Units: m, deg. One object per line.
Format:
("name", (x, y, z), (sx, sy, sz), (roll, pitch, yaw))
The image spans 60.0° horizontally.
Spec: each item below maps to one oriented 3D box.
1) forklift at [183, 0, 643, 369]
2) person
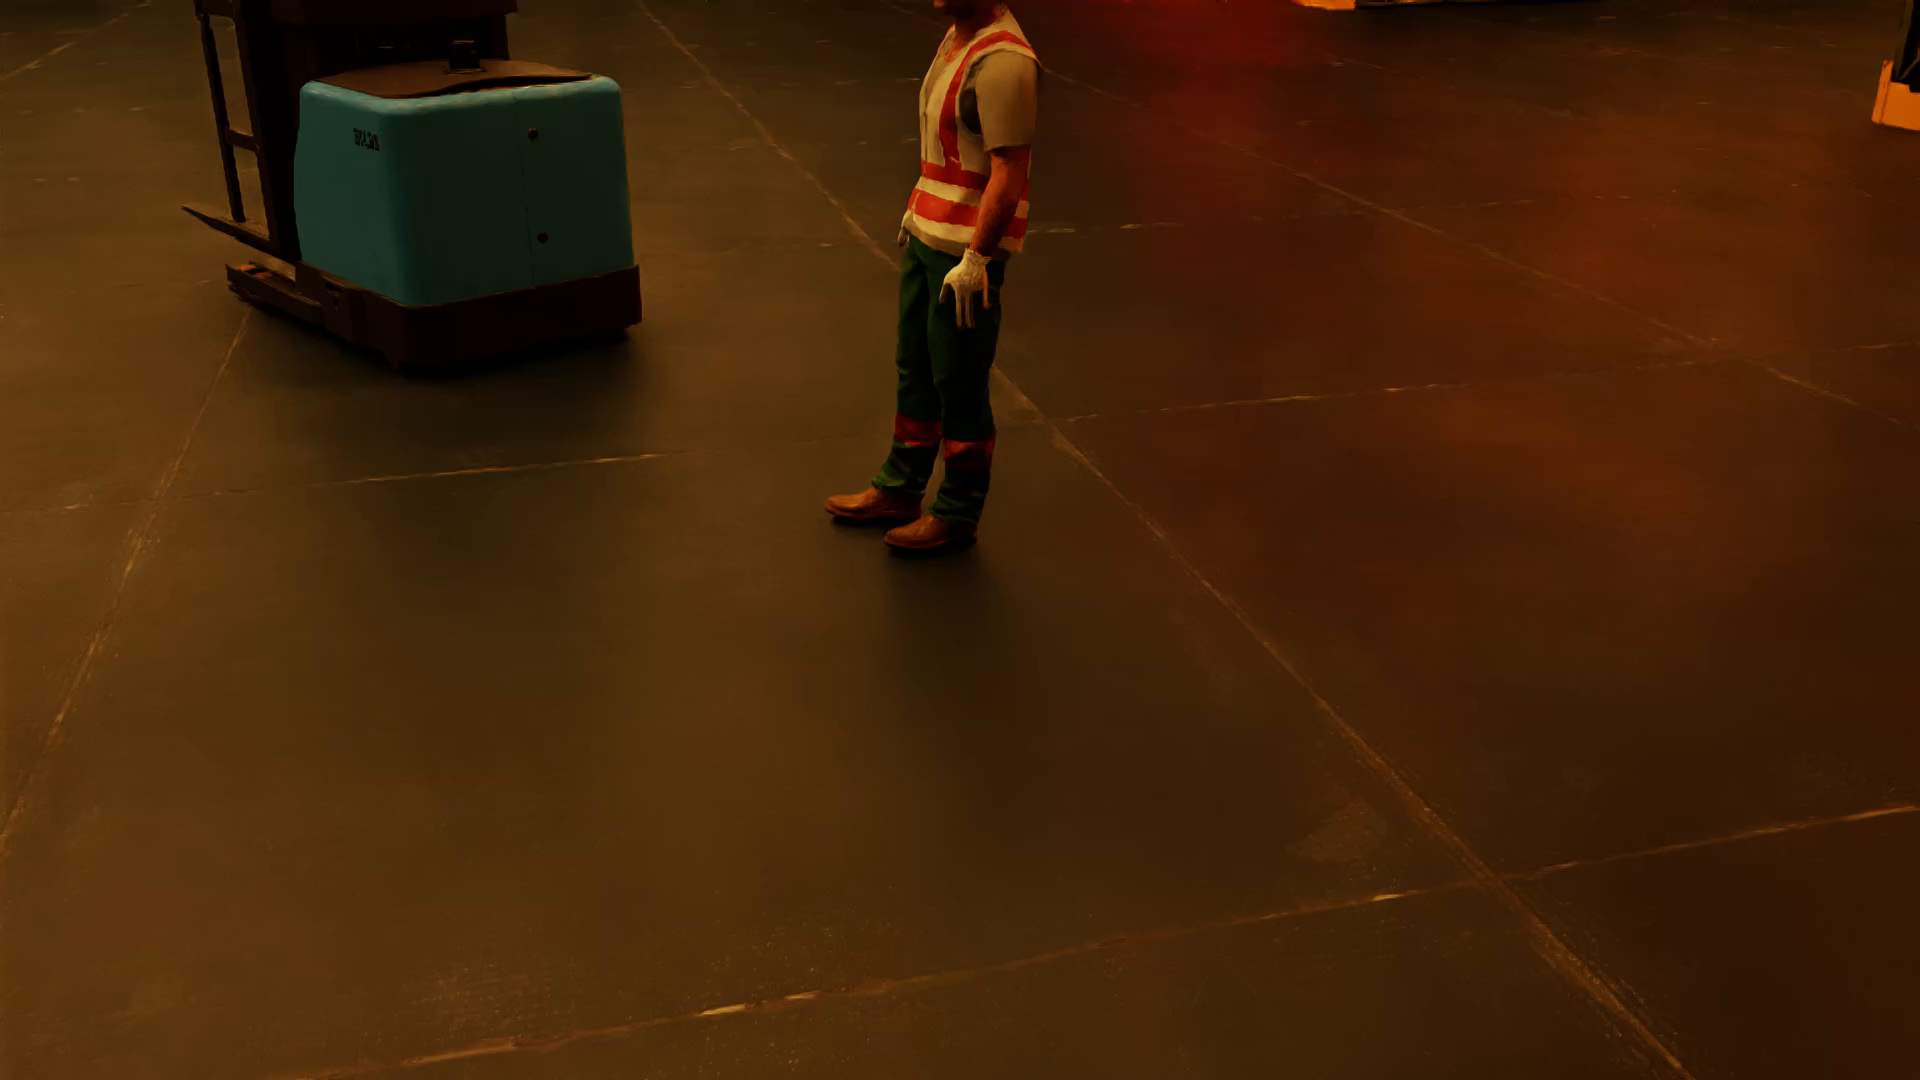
("forklift", (-2.714, -2.512, 7.212), (1.130, 2.935, 3.031), (-20, 30, -38))
("person", (-0.081, -0.825, 4.690), (0.563, 1.787, 0.637), (-6, 24, -14))
